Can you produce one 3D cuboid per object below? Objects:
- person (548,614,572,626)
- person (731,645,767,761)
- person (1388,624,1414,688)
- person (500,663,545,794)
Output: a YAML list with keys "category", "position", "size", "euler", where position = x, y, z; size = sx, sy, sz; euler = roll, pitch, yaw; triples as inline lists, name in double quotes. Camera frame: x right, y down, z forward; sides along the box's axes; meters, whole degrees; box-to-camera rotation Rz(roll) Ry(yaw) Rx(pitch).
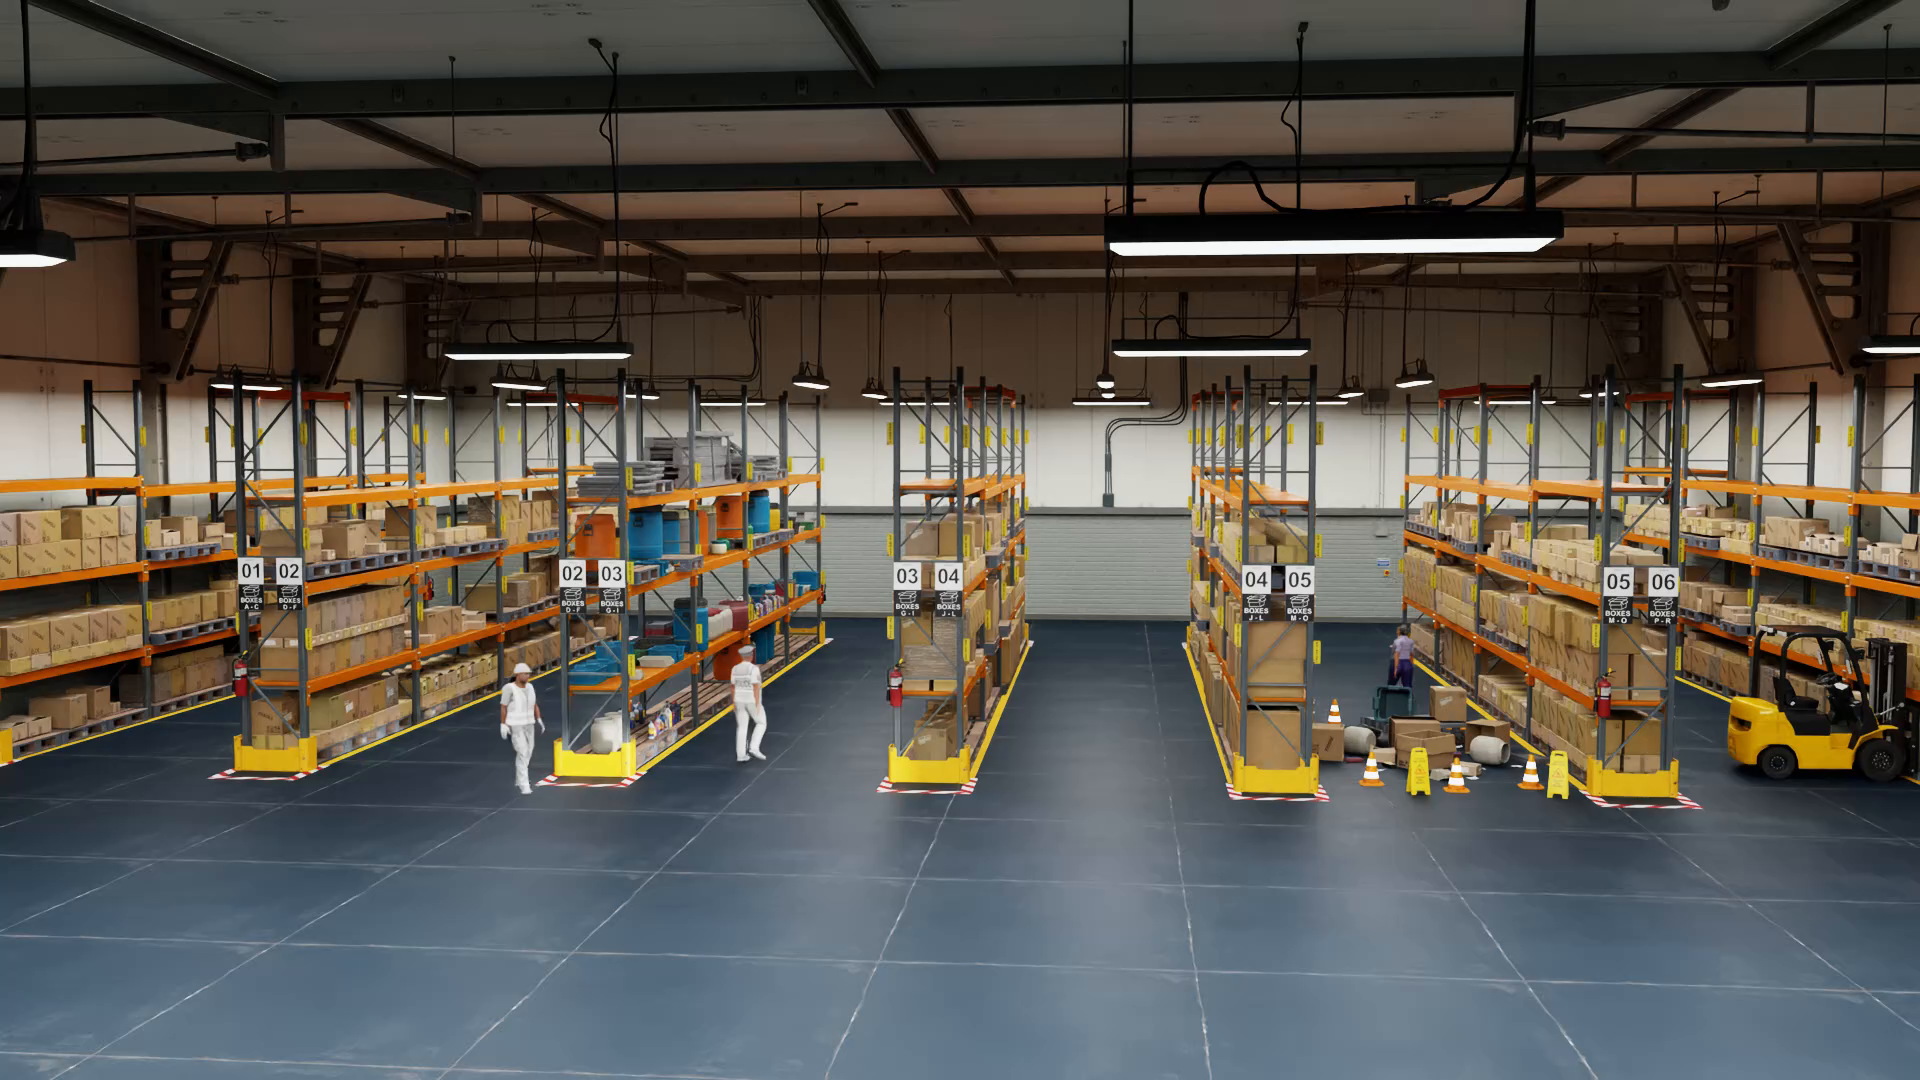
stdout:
- category: "person"
  position: [-10.081, 1.582, 41.904]
  size: [0.791, 1.651, 0.574]
  euler: [-2, 4, -25]
- category: "person"
  position: [-3.293, 2.522, 25.675]
  size: [0.565, 1.770, 0.513]
  euler: [1, 4, 19]
- category: "person"
  position: [7.932, 2.357, 29.828]
  size: [0.497, 1.687, 0.626]
  euler: [0, 4, -4]
- category: "person"
  position: [-6.151, 2.667, 23.584]
  size: [0.571, 1.826, 0.570]
  euler: [2, 4, 32]
